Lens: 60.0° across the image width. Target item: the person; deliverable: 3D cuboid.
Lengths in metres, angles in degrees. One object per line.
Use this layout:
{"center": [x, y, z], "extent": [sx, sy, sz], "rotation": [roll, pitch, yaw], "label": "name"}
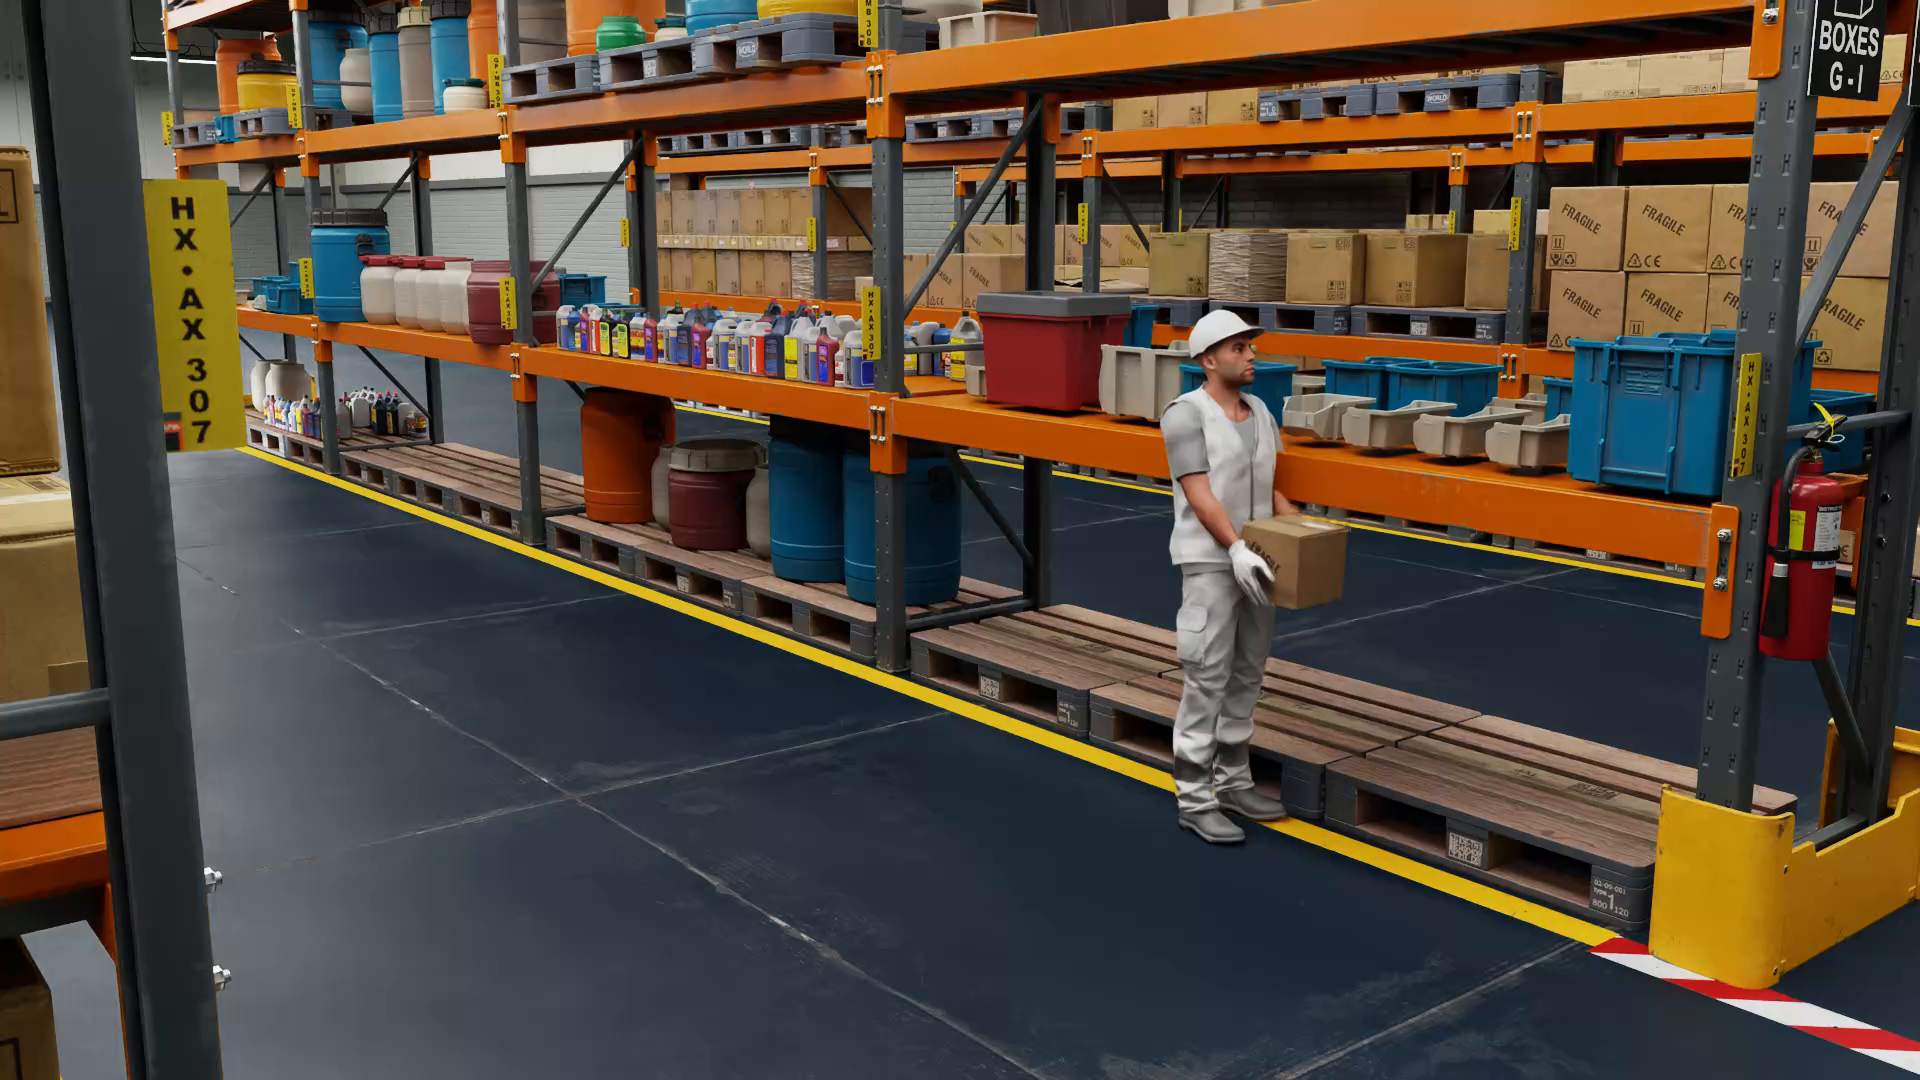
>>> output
{"center": [0.980, 0.114, 5.755], "extent": [0.525, 1.793, 0.538], "rotation": [-8, 14, -37], "label": "person"}
